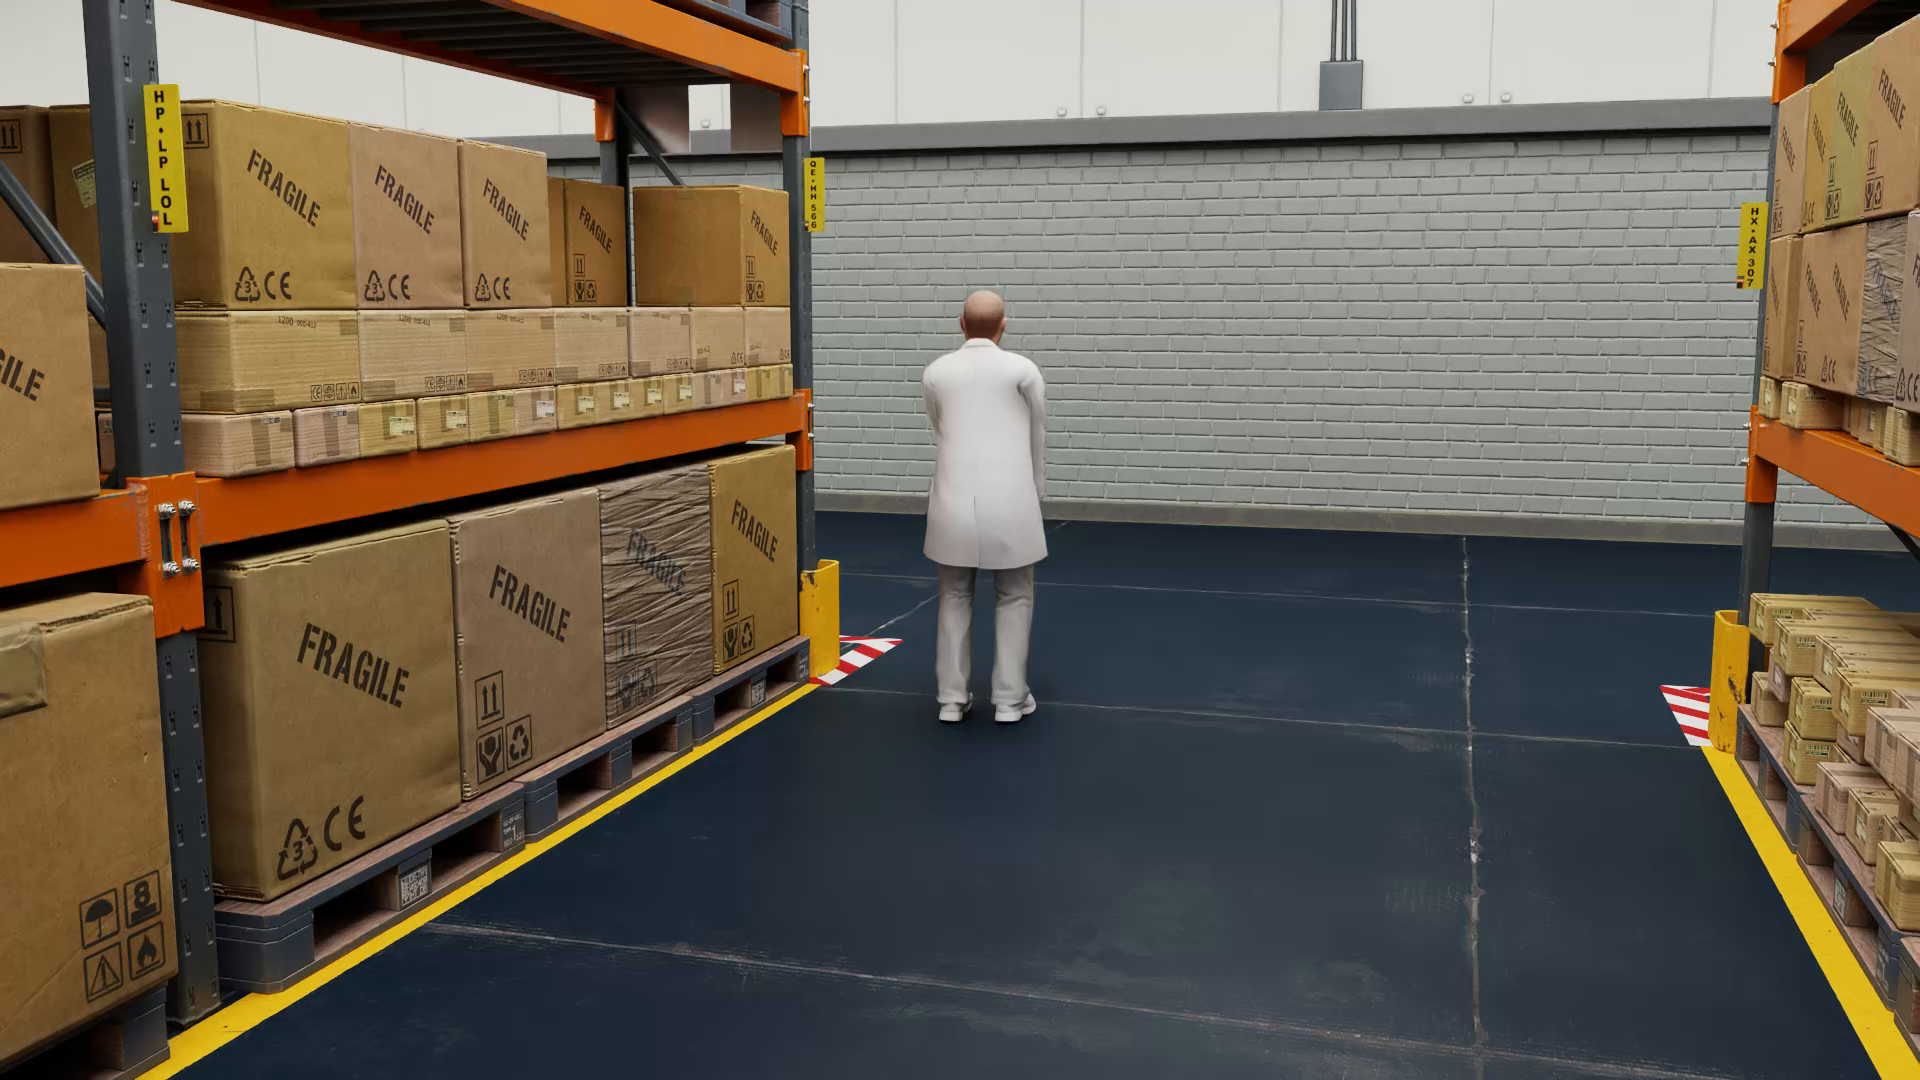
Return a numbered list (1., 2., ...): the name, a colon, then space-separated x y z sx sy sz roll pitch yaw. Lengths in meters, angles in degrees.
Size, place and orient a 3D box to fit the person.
1. person: 0.122 -0.146 6.929 0.525 1.777 0.575 2 8 14
